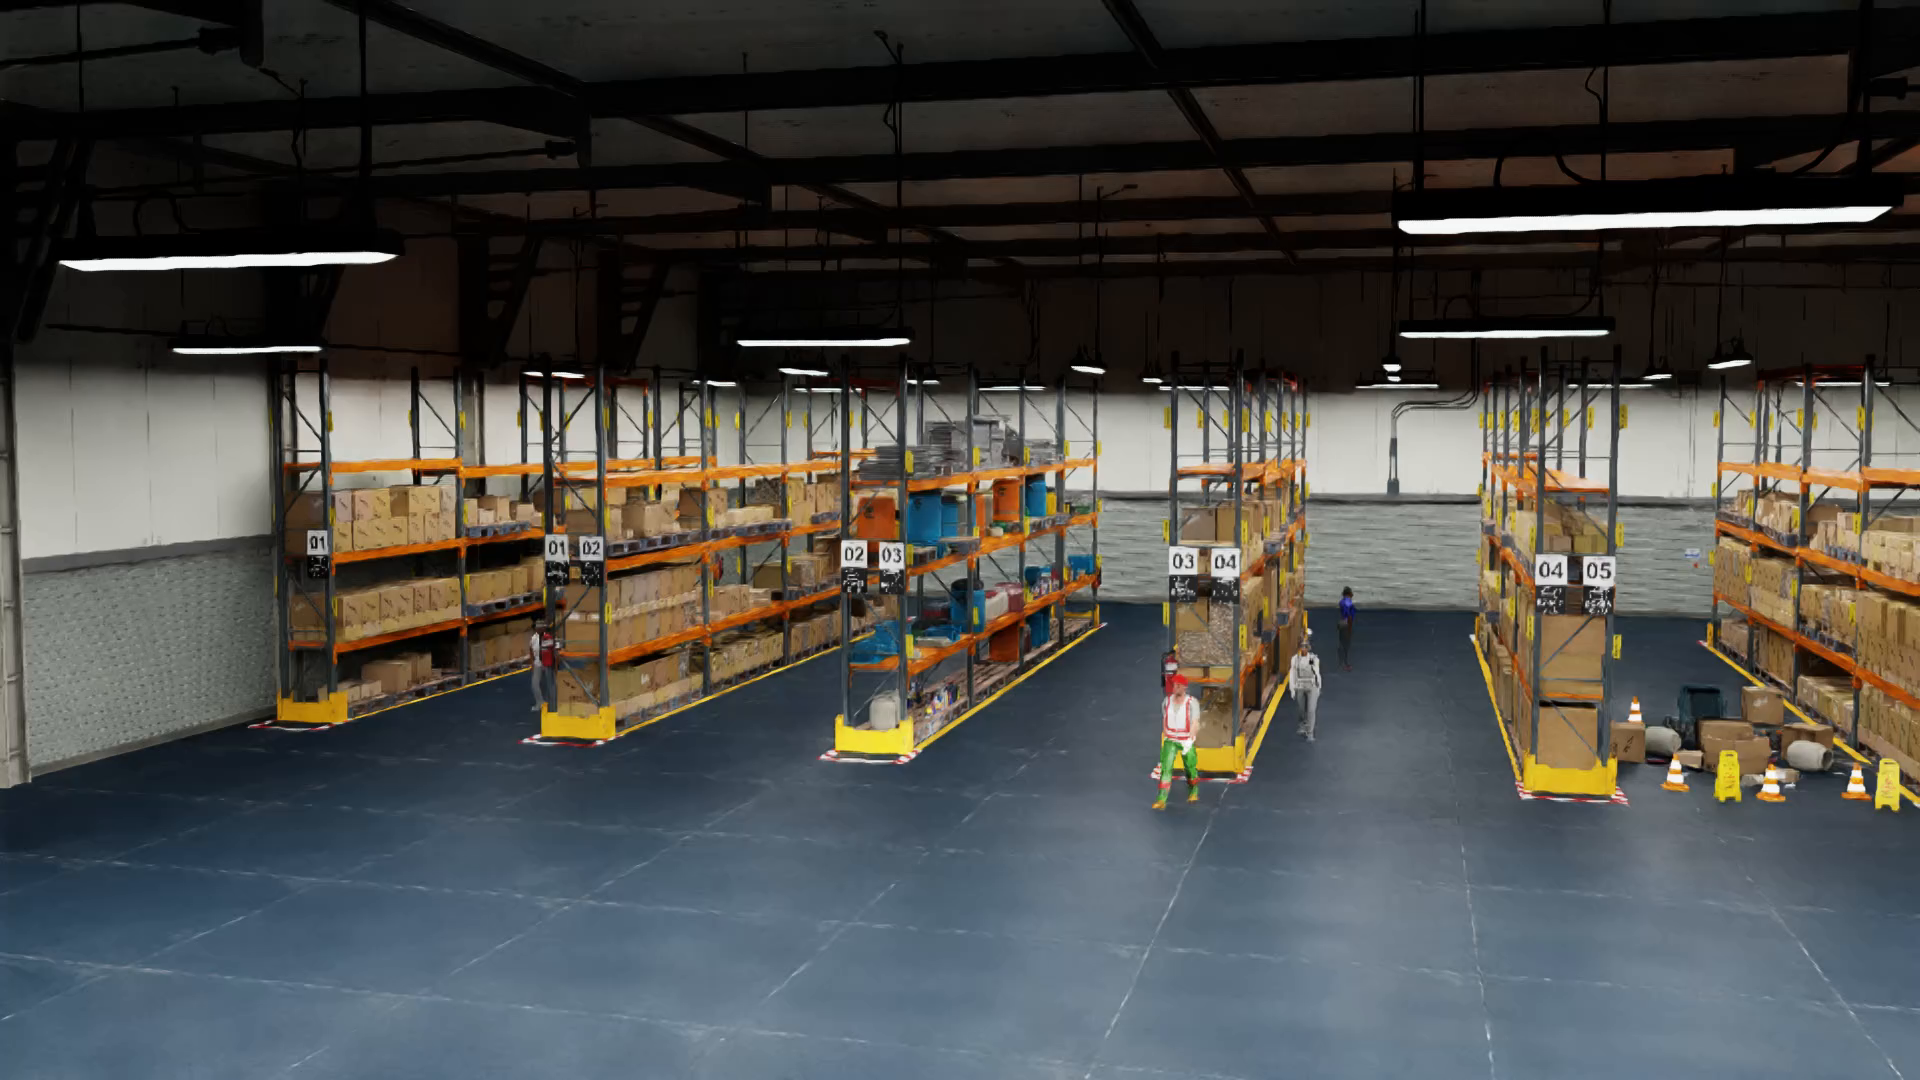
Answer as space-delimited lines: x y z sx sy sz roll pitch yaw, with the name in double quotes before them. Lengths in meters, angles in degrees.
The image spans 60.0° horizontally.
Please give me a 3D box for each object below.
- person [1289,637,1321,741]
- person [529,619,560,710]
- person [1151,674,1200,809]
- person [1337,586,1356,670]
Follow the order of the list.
"person" 5.411 2.305 26.128 0.496 1.586 1.072 1 4 17
"person" -7.122 2.145 28.537 0.592 1.629 0.531 1 4 13
"person" 2.831 2.583 21.458 0.534 1.726 1.037 2 5 24
"person" 7.781 1.757 33.459 0.371 1.650 0.582 0 4 -5
